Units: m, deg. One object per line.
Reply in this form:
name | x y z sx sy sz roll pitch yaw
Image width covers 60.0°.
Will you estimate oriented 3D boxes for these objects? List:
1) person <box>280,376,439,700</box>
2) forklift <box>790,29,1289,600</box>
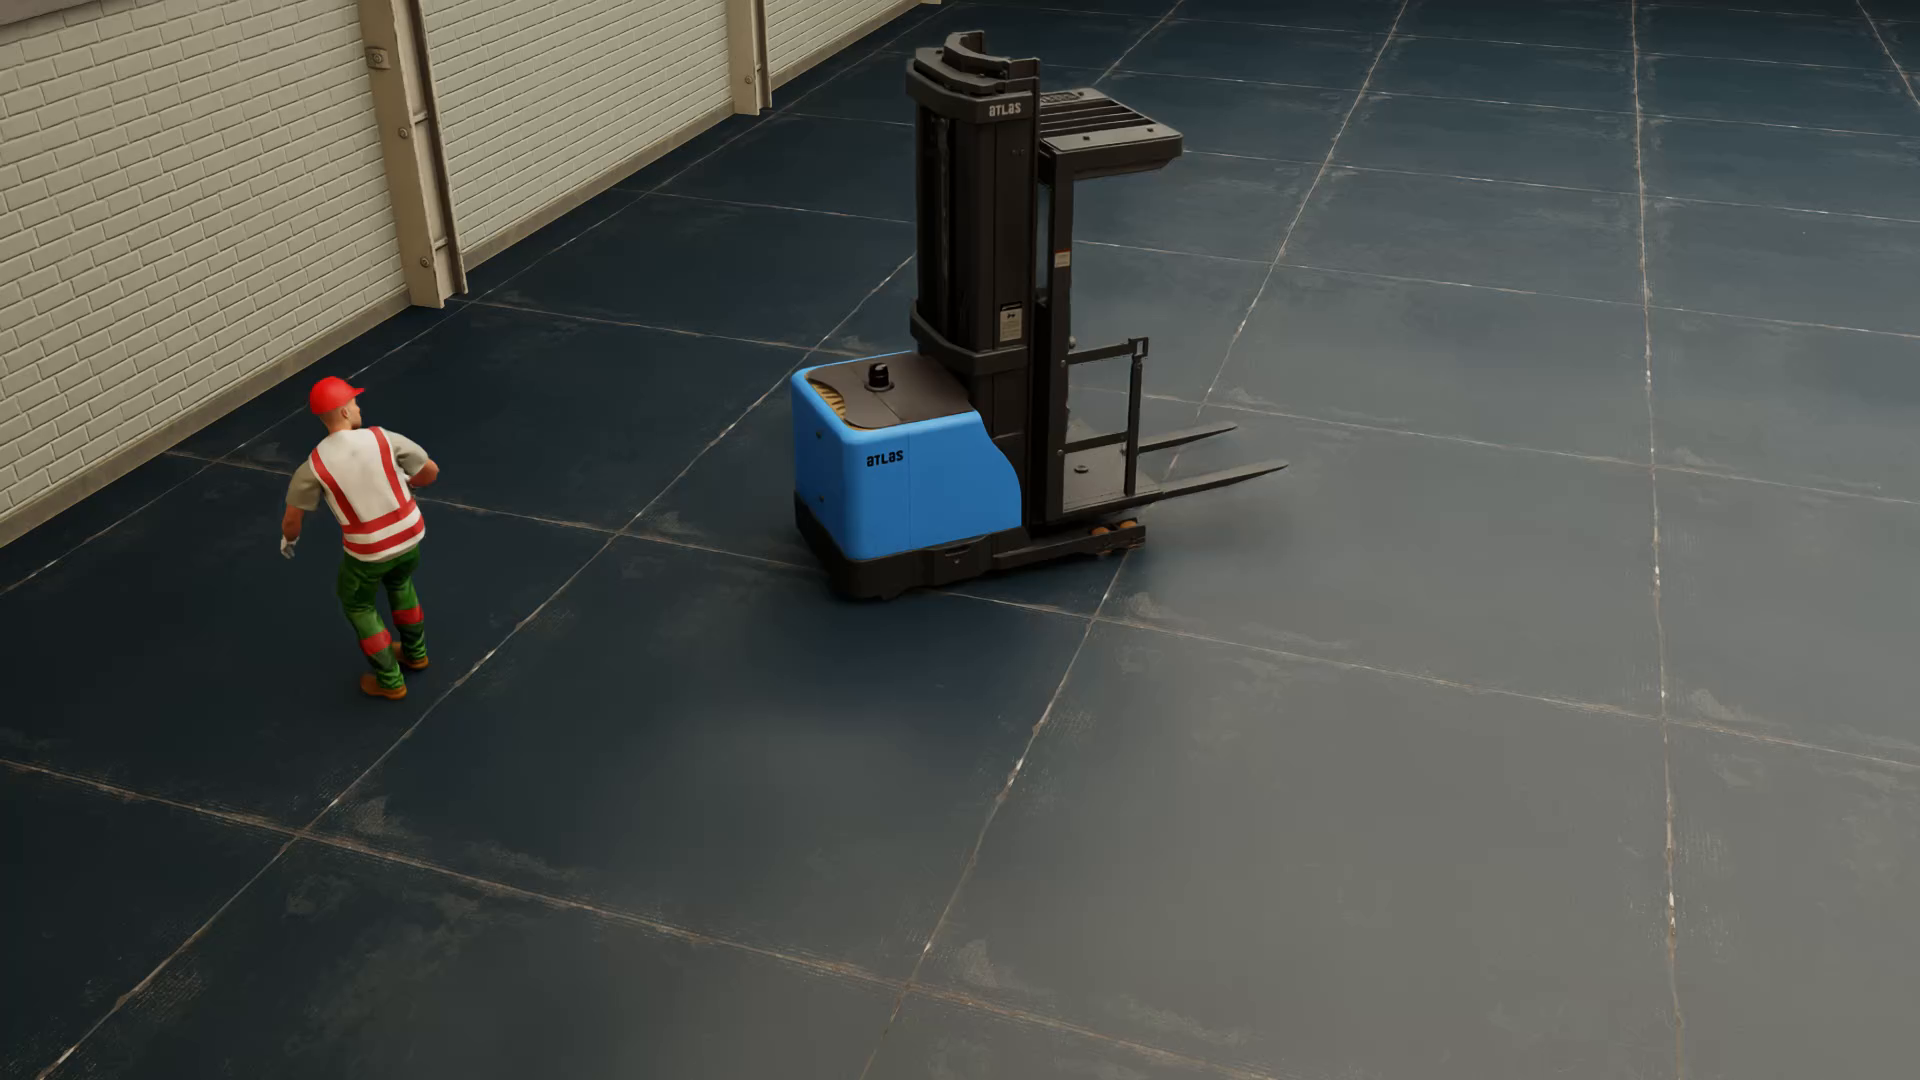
person | -2.998 -0.012 8.397 0.763 1.728 0.520 -23 37 -34
forklift | 0.561 -1.406 9.603 3.031 2.935 1.130 -12 32 -21
